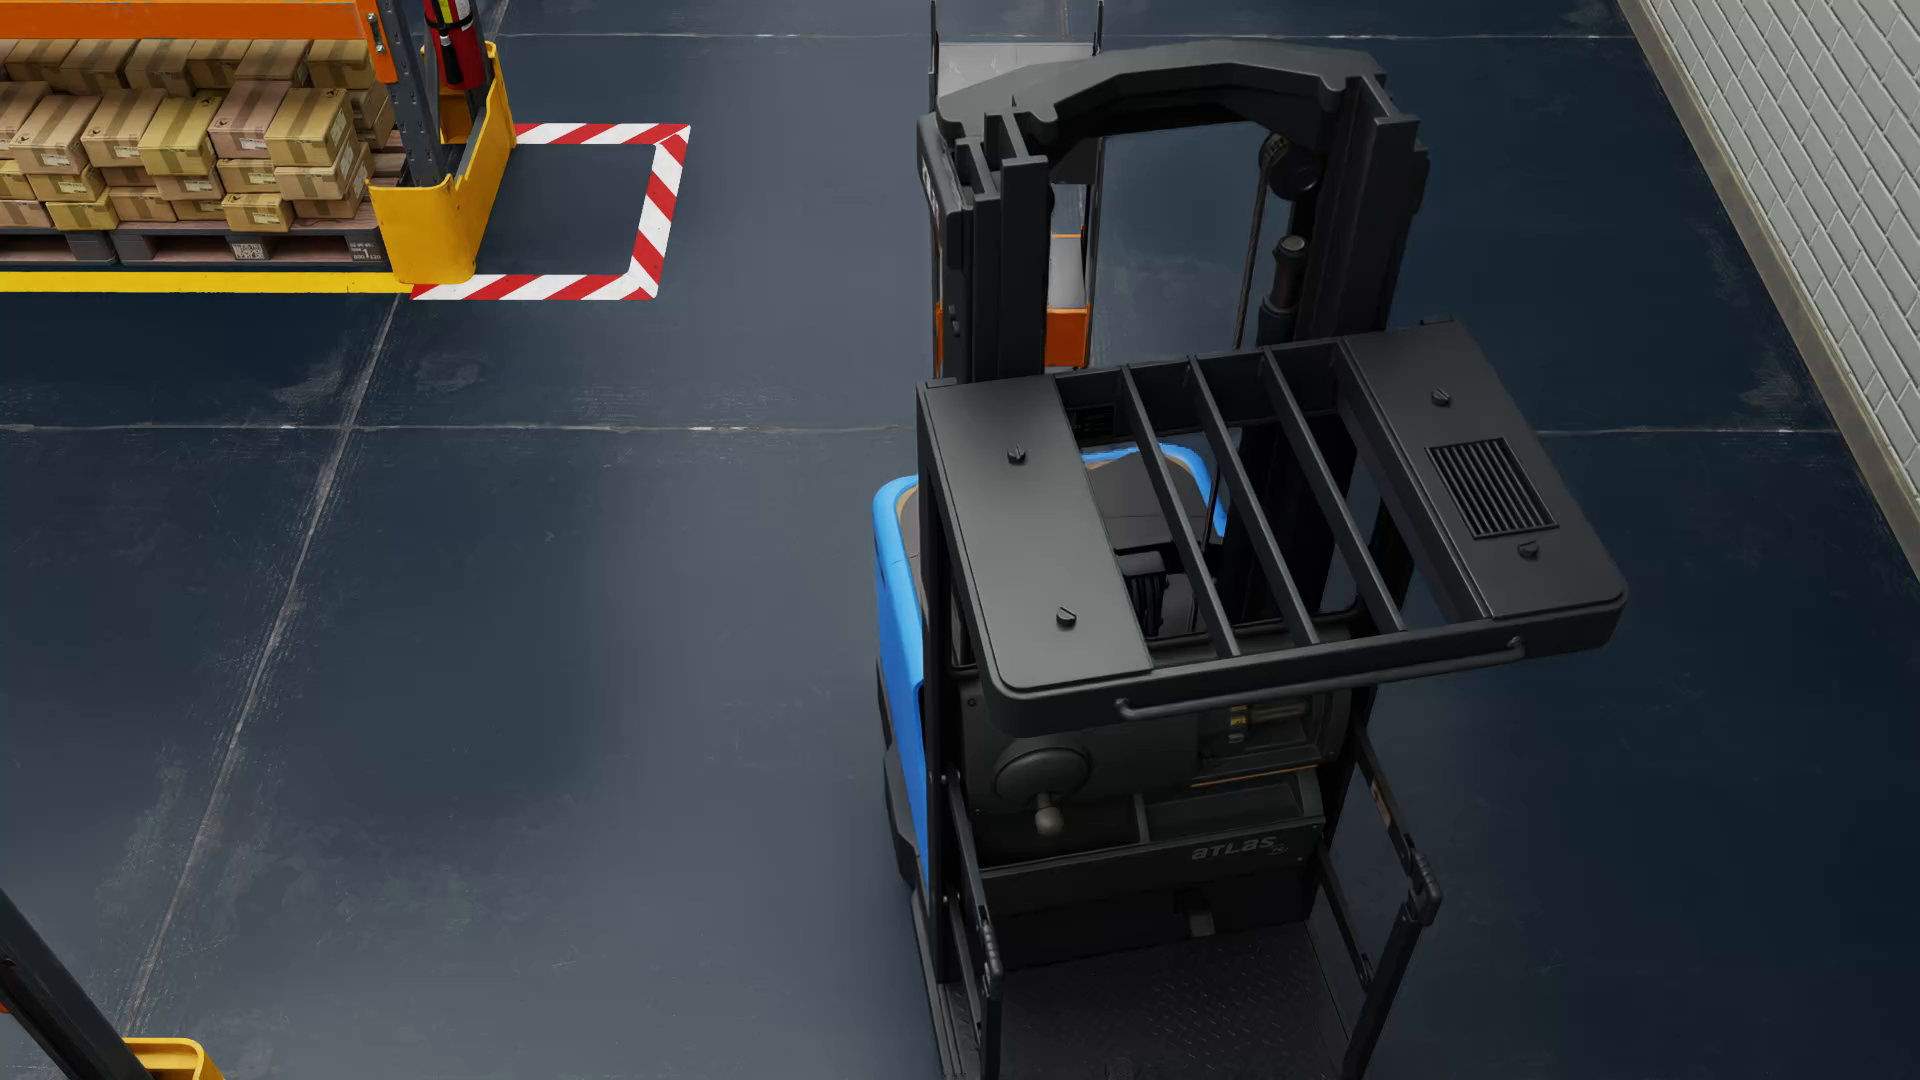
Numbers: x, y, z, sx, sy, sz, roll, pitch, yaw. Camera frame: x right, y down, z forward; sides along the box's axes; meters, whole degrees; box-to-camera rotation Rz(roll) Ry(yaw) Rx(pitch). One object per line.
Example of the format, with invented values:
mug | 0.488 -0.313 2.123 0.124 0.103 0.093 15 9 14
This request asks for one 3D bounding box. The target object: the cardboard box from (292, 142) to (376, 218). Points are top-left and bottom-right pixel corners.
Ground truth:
cardboard box | -2.769 -1.592 7.344 0.250 0.149 0.380 1 47 1

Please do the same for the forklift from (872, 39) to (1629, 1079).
forklift | 0.506 0.548 3.737 1.130 2.935 3.031 -8 48 -7

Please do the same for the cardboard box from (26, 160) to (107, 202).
cardboard box | -3.808 -1.630 7.175 0.250 0.149 0.380 1 47 1

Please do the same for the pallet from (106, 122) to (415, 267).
pallet | -3.130 -1.650 7.642 1.213 0.211 1.003 0 47 0

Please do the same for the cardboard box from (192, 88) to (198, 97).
cardboard box | -3.540 -2.092 7.606 0.250 0.149 0.380 1 47 1

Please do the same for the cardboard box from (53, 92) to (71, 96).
cardboard box | -4.077 -1.994 7.514 0.250 0.149 0.380 2 47 2

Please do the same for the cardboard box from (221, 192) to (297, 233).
cardboard box | -3.027 -1.519 7.275 0.250 0.149 0.380 1 47 1

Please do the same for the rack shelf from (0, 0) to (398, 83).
rack shelf | -4.242 -2.332 6.863 4.000 0.370 1.077 0 47 0

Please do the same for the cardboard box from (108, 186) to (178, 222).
cardboard box | -3.537 -1.574 7.326 0.250 0.149 0.380 1 47 1

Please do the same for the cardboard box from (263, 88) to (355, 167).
cardboard box | -2.772 -1.762 7.095 0.250 0.149 0.380 1 47 1

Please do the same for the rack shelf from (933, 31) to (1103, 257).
rack shelf | 0.166 -1.183 4.979 0.480 0.518 0.431 0 47 0

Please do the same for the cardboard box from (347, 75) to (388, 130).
cardboard box | -2.765 -2.034 7.552 0.250 0.149 0.380 2 47 2

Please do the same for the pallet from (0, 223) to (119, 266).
pallet | -4.347 -1.656 7.647 1.213 0.211 1.003 0 47 0

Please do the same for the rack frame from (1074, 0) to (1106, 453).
rack frame | 0.410 -0.714 5.480 0.015 2.100 0.400 0 47 0

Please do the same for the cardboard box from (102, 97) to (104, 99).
cardboard box | -3.805 -2.024 7.542 0.250 0.149 0.380 -2 47 -2

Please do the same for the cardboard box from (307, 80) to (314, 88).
cardboard box | -3.038 -2.076 7.591 0.250 0.149 0.380 0 47 0

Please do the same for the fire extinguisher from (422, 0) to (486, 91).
fire extinguisher | -1.992 -2.080 6.444 0.183 0.674 0.296 0 47 0

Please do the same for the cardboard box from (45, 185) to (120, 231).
cardboard box | -3.793 -1.529 7.284 0.250 0.149 0.380 -2 47 -2

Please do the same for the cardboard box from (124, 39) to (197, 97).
cardboard box | -3.540 -2.144 7.450 0.250 0.149 0.380 -2 47 -2

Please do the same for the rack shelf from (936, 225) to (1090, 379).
rack shelf | 0.166 -0.706 5.491 0.480 0.518 0.431 0 47 0

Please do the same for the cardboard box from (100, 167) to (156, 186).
cardboard box | -3.559 -1.714 7.253 0.250 0.149 0.380 0 47 0

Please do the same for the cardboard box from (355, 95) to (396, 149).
cardboard box | -2.765 -1.979 7.704 0.250 0.149 0.380 1 47 1

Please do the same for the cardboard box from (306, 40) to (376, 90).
cardboard box | -2.765 -2.196 7.499 0.250 0.149 0.380 -2 47 -2

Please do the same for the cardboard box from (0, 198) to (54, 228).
cardboard box | -4.066 -1.544 7.299 0.250 0.149 0.380 1 47 1

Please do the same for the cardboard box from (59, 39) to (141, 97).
cardboard box | -3.818 -2.151 7.458 0.250 0.149 0.380 2 47 2

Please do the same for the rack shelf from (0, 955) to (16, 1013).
rack shelf | -4.159 1.291 3.490 4.000 0.370 1.077 0 47 0

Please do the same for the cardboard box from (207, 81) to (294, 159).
cardboard box | -3.023 -1.805 7.135 0.250 0.149 0.380 1 47 1

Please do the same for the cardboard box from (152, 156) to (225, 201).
cardboard box | -3.290 -1.638 7.183 0.250 0.149 0.380 -2 47 -1

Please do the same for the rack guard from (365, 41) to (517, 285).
rack guard | -2.318 -1.720 7.510 0.348 0.500 1.175 0 47 0

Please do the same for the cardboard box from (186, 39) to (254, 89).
cardboard box | -3.292 -2.204 7.506 0.250 0.149 0.380 0 47 0

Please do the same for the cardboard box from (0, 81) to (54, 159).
cardboard box | -4.073 -1.802 7.132 0.250 0.149 0.380 -1 47 -1

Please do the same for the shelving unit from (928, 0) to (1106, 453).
shelving unit | 0.166 -0.715 5.481 0.503 2.100 0.431 0 47 0

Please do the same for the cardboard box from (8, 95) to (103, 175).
cardboard box | -3.810 -1.720 7.056 0.250 0.149 0.380 2 47 2

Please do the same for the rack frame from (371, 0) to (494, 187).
rack frame | -2.242 -2.572 6.595 0.127 3.000 1.000 0 47 0

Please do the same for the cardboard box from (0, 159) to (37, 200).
cardboard box | -4.065 -1.644 7.188 0.250 0.149 0.380 2 47 2

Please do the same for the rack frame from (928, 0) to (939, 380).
rack frame | -0.078 -0.716 5.482 0.015 2.100 0.400 0 47 0

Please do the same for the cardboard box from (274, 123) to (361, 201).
cardboard box | -2.771 -1.637 7.182 0.250 0.149 0.380 -1 47 -1

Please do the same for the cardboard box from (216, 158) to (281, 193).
cardboard box | -3.032 -1.678 7.220 0.250 0.149 0.380 -1 47 -1

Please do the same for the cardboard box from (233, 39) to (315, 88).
cardboard box | -3.041 -2.109 7.418 0.250 0.149 0.380 1 47 1

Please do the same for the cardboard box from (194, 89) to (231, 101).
cardboard box | -3.284 -2.012 7.531 0.250 0.149 0.380 1 47 1

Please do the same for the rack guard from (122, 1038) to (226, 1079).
rack guard | -2.135 1.903 4.137 0.348 0.500 1.175 0 47 0

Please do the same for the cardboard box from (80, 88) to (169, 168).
cardboard box | -3.541 -1.760 7.093 0.250 0.149 0.380 -2 47 -1

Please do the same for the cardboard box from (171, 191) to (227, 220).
cardboard box | -3.290 -1.583 7.335 0.250 0.149 0.380 0 47 0

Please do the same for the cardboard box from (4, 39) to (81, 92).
cardboard box | -4.081 -2.186 7.489 0.250 0.149 0.380 1 47 1

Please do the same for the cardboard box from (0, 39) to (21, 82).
cardboard box | -4.332 -2.116 7.425 0.250 0.149 0.380 0 47 0

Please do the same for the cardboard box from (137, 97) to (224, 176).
cardboard box | -3.283 -1.713 7.049 0.250 0.149 0.380 -1 47 -1
